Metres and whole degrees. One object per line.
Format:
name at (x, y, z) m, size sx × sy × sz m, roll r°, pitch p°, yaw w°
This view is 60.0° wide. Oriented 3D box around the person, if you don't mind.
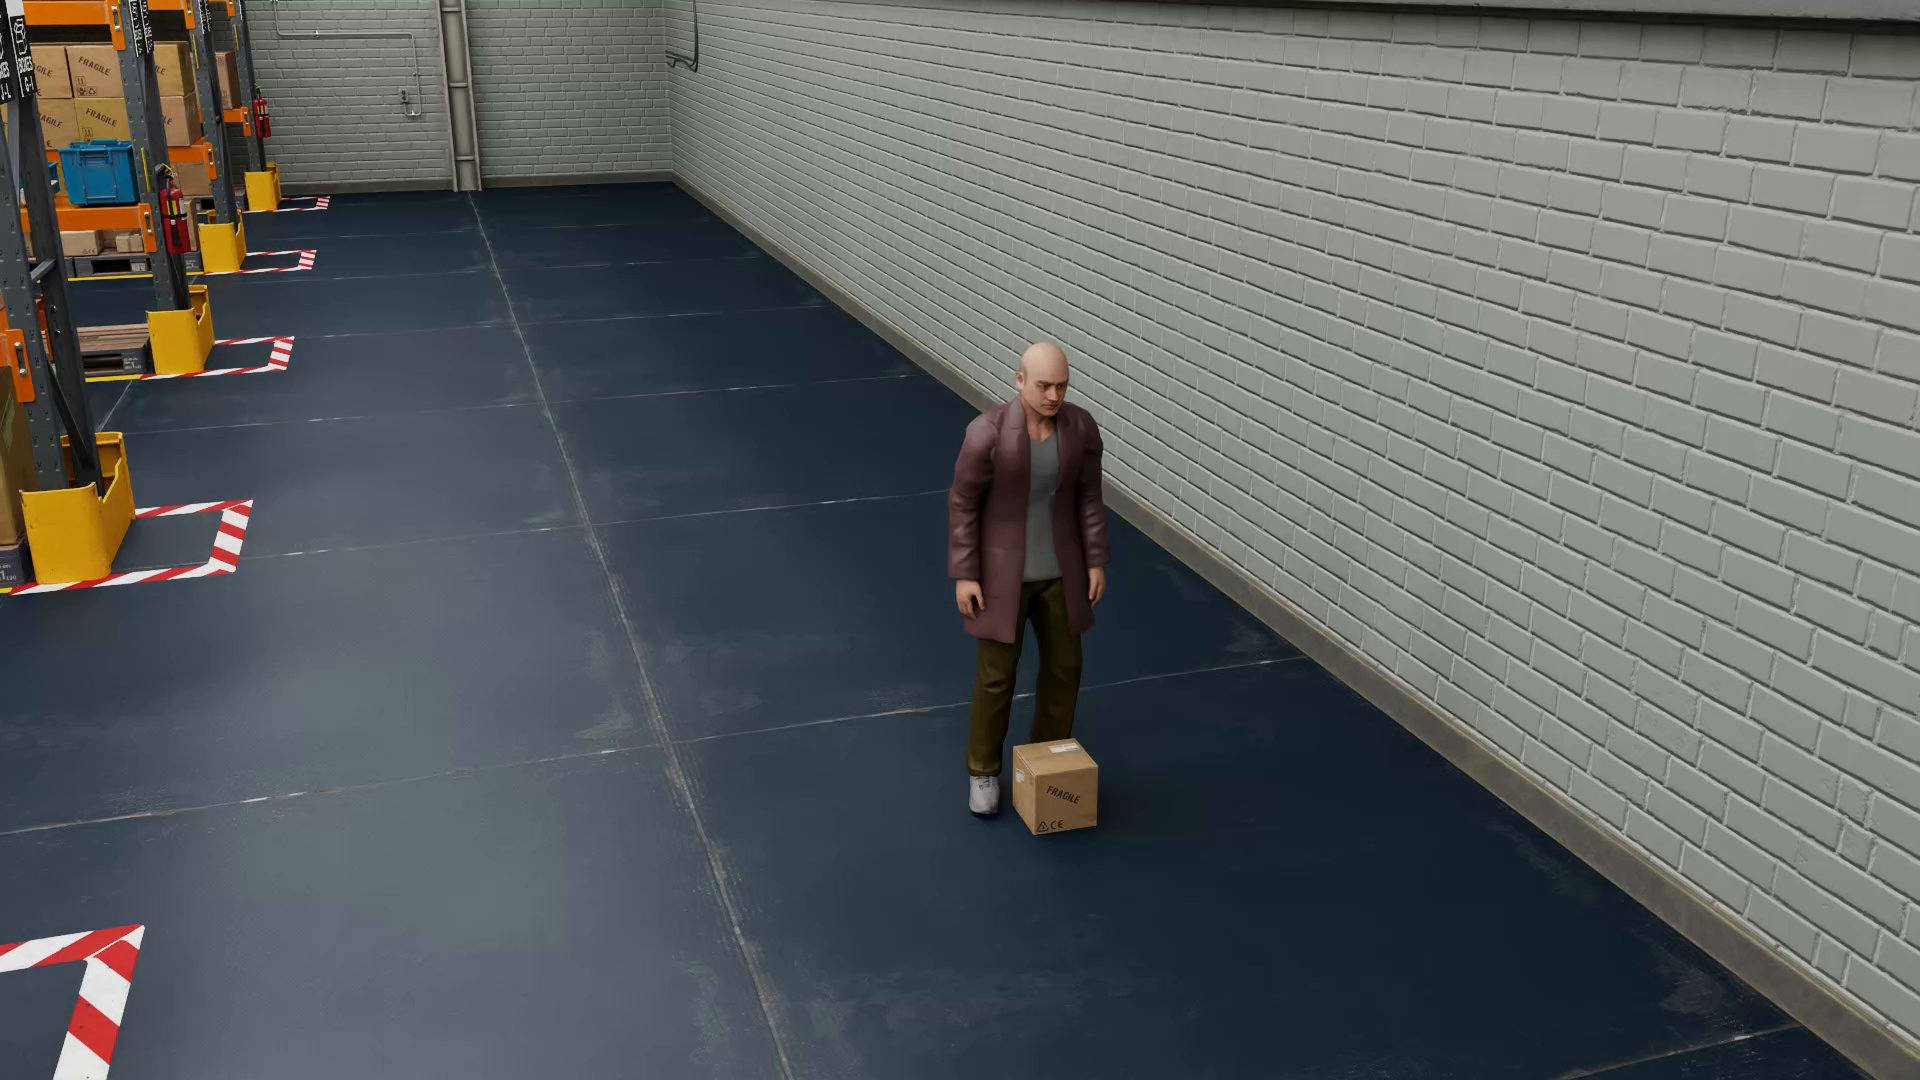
person at (0.264, 0.127, 6.219) m, size 0.640 × 1.773 × 0.427 m, roll -6°, pitch 20°, yaw -18°
